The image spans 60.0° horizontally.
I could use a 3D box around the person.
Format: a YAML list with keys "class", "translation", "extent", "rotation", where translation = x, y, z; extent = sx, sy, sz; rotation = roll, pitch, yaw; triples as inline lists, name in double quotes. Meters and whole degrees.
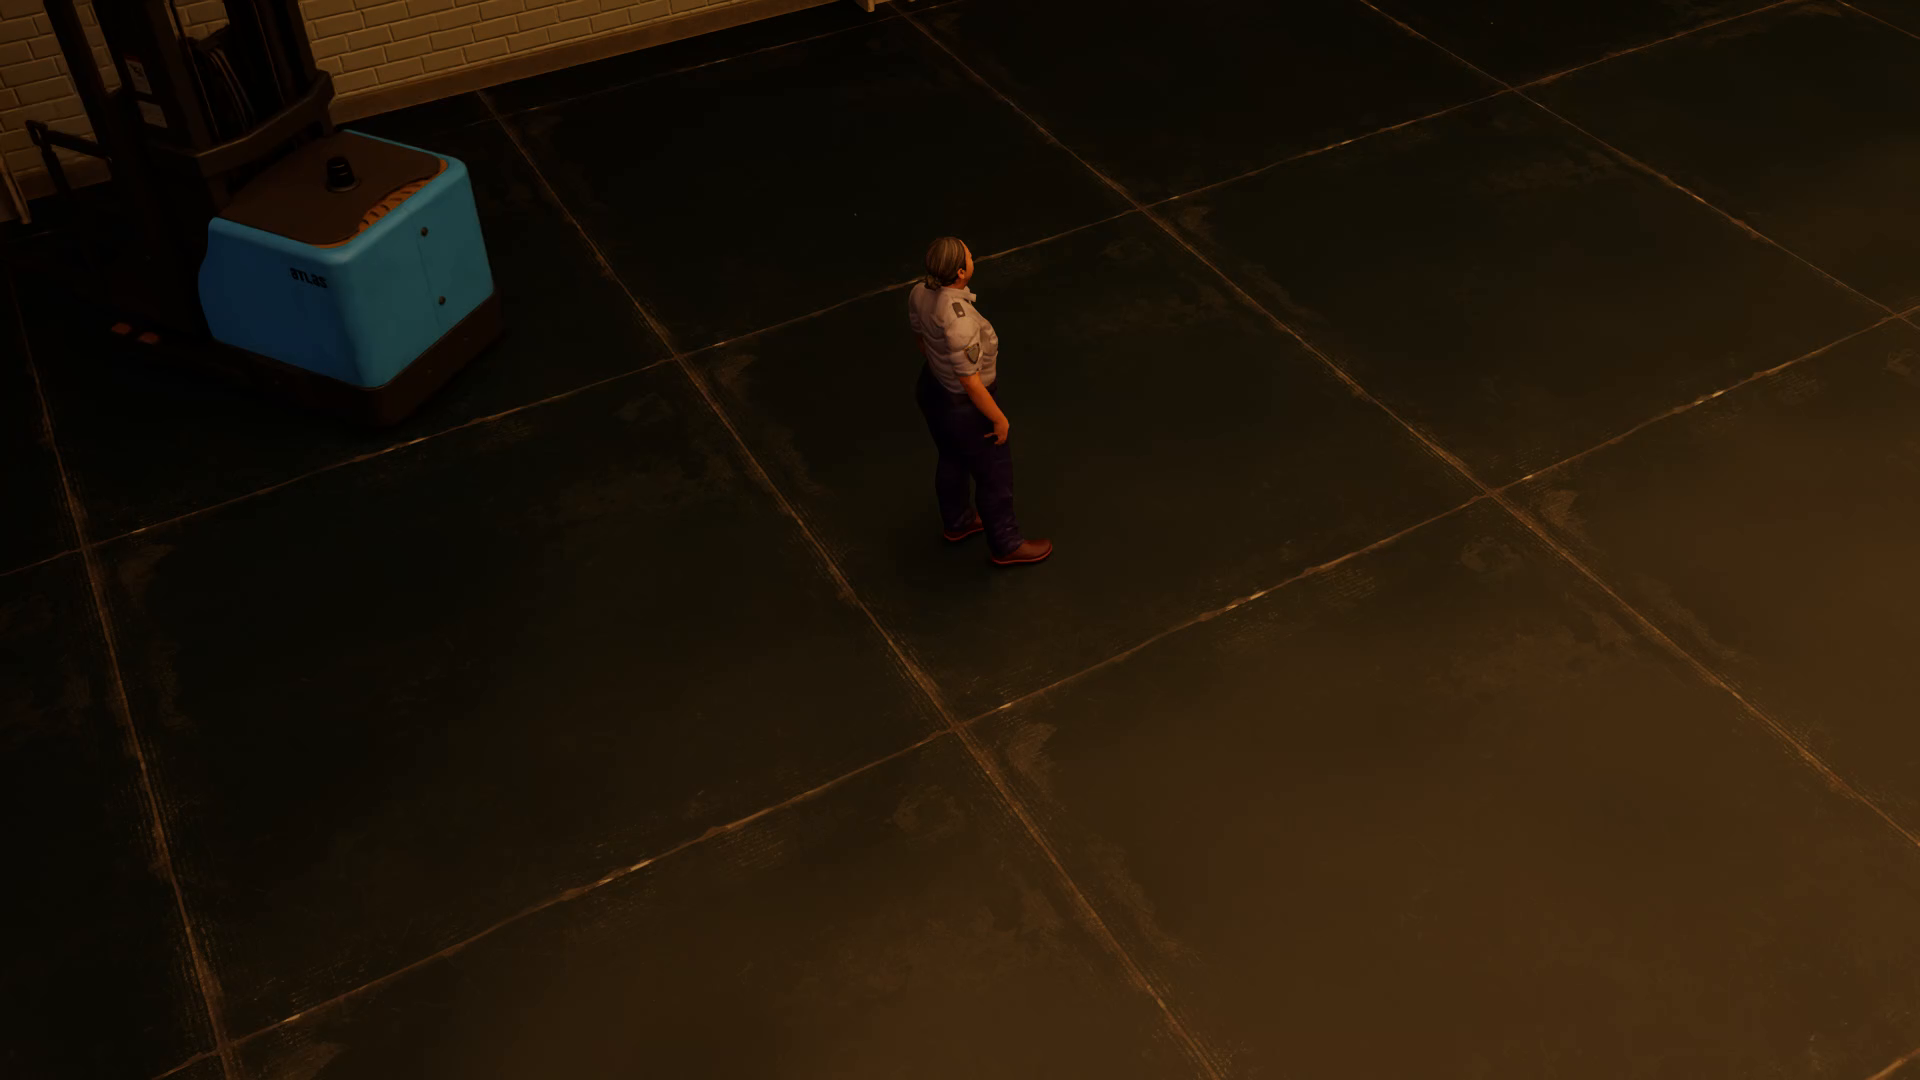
- class: "person"
  translation: [0.090, -0.626, 7.306]
  extent: [0.502, 1.651, 0.598]
  rotation: [-21, 47, -21]

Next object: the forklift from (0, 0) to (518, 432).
- class: "forklift"
  translation: [-3.944, -2.299, 8.177]
  extent: [3.031, 2.935, 1.130]
  rotation: [18, 46, 18]
